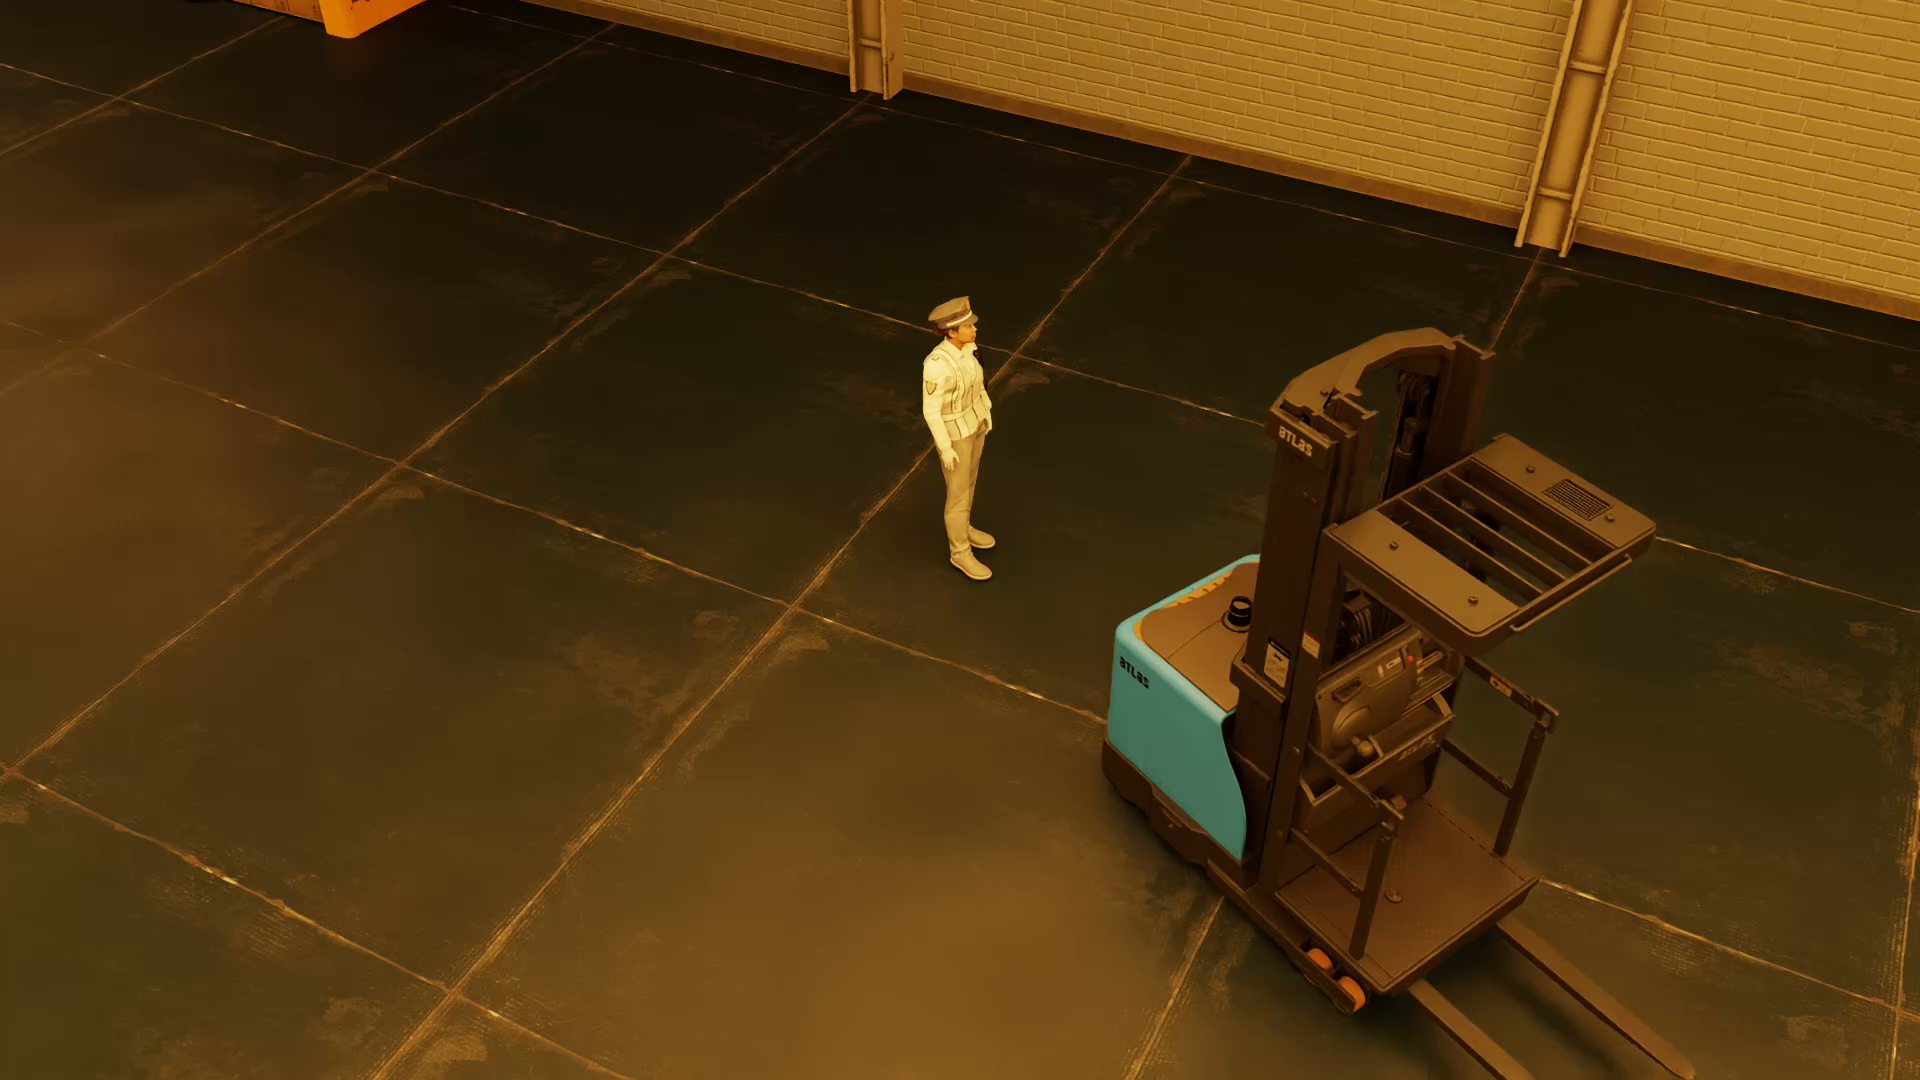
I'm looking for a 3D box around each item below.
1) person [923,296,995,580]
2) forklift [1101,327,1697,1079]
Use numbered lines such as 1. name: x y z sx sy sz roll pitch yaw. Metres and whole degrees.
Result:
1. person: 0.058 -0.629 9.682 0.530 1.694 0.586 18 43 21
2. forklift: 2.019 0.697 7.159 1.130 2.935 3.031 -25 46 -27
